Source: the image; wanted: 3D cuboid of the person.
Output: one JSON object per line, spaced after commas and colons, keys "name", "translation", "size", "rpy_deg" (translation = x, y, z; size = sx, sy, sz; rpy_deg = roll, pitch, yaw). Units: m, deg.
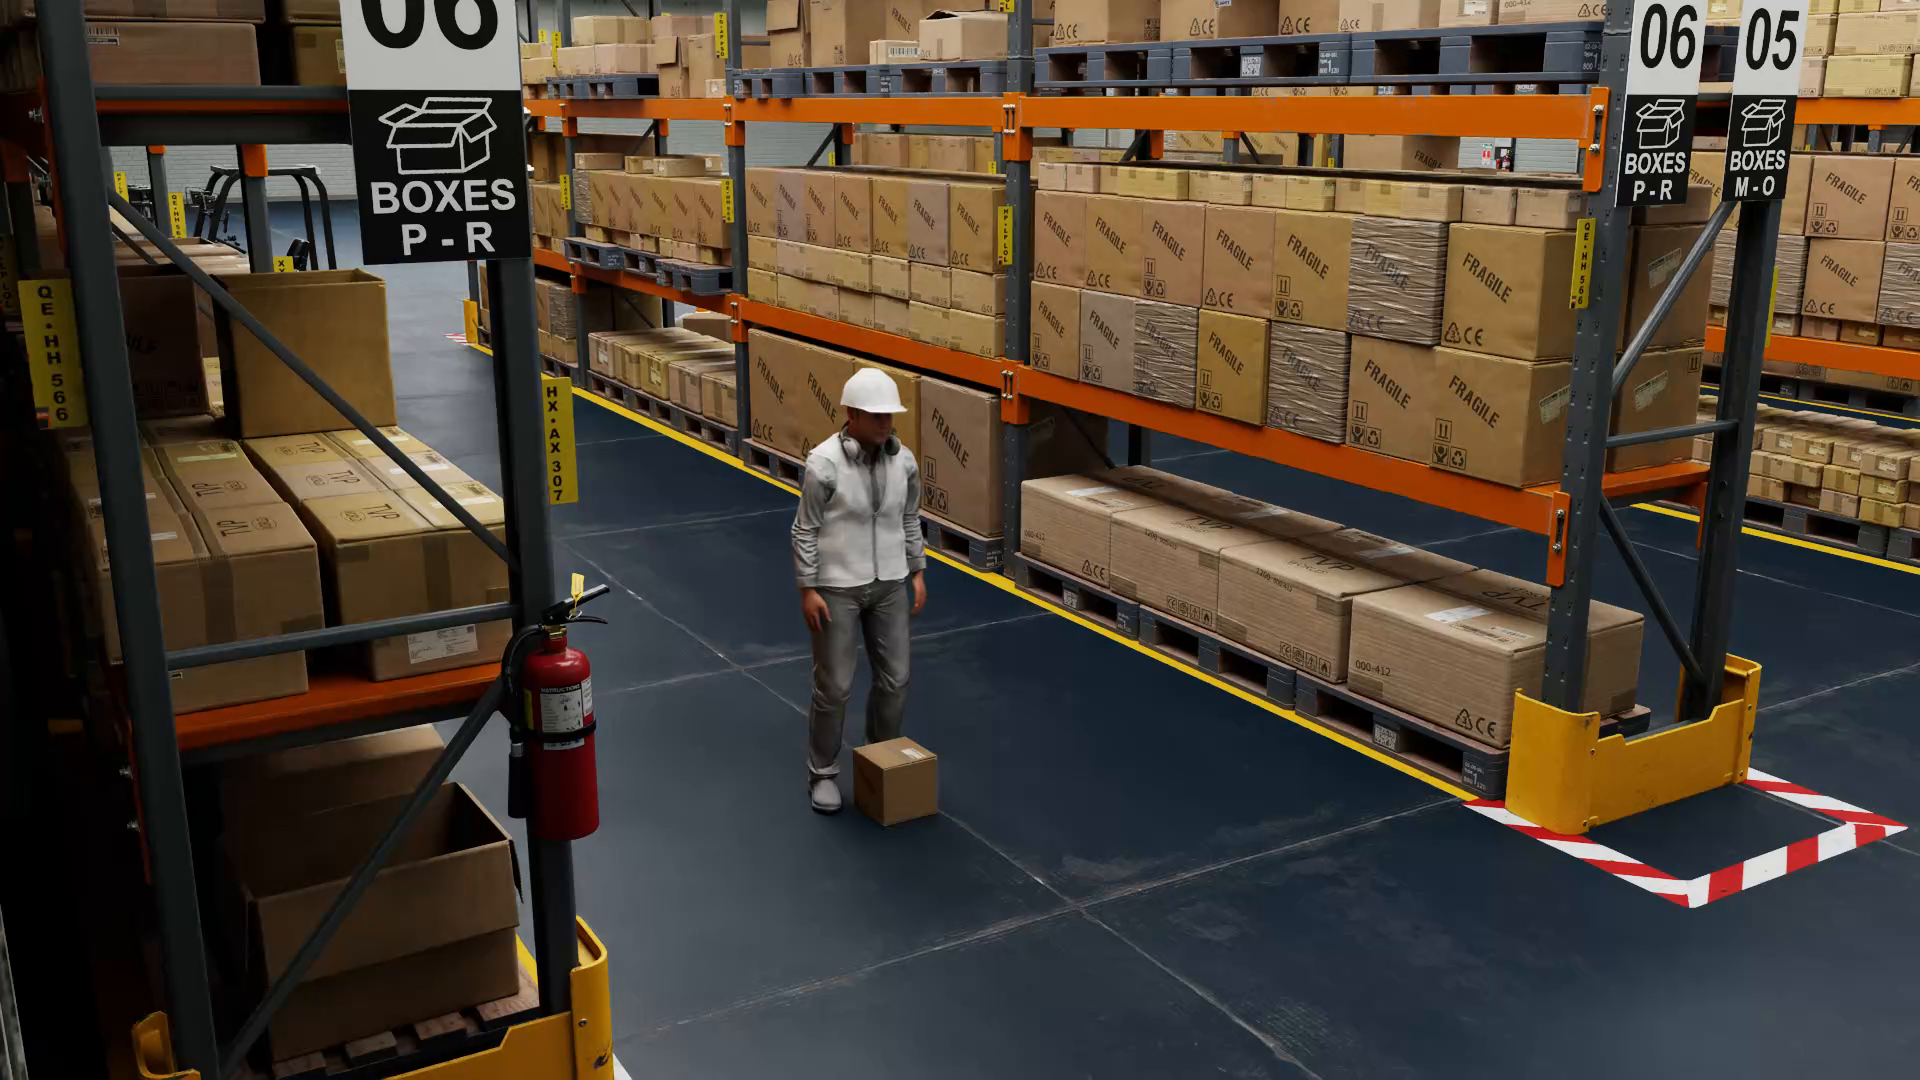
{"name": "person", "translation": [-0.395, 0.181, 6.724], "size": [0.588, 1.771, 0.464], "rpy_deg": [-9, 17, -31]}
